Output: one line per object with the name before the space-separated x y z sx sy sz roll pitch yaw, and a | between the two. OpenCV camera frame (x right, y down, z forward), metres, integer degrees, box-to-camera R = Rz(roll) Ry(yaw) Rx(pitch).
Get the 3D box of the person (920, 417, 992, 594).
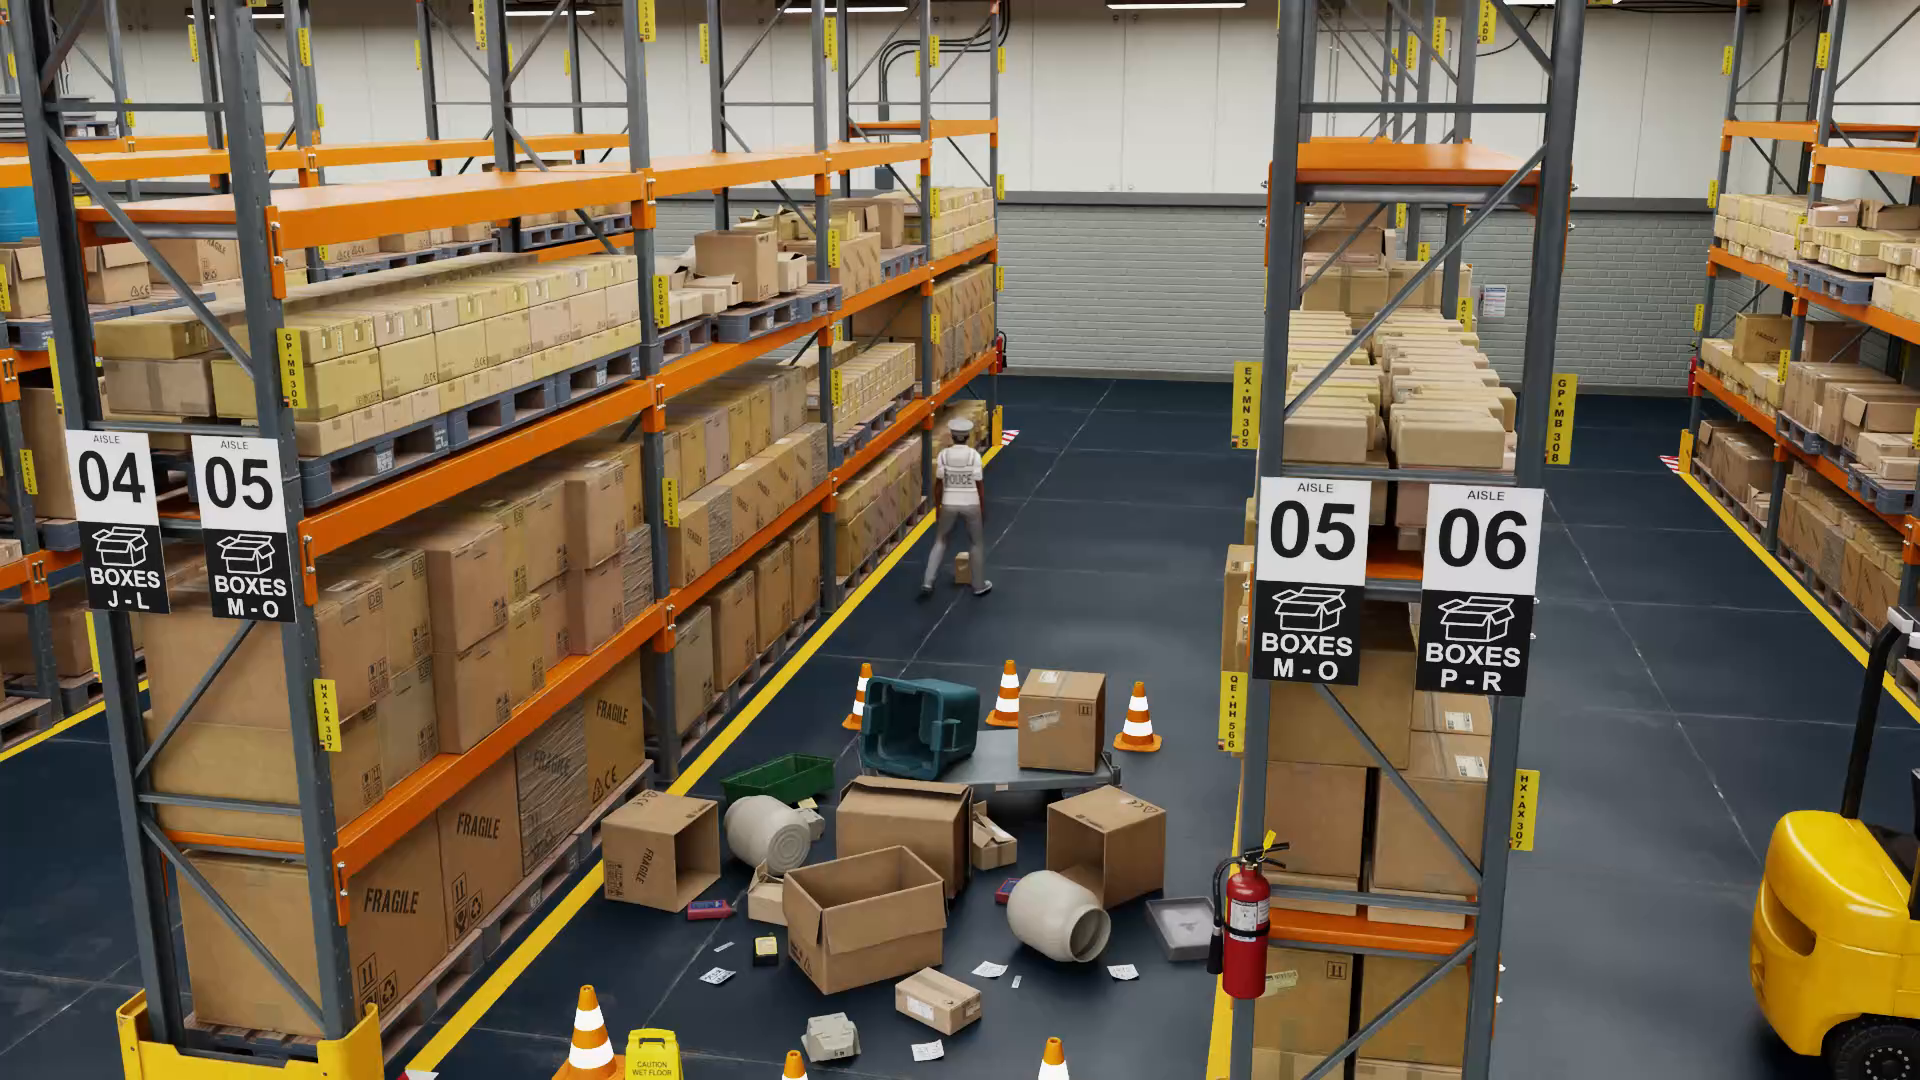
person | -0.046 -0.307 15.594 0.647 1.670 0.519 3 15 12
